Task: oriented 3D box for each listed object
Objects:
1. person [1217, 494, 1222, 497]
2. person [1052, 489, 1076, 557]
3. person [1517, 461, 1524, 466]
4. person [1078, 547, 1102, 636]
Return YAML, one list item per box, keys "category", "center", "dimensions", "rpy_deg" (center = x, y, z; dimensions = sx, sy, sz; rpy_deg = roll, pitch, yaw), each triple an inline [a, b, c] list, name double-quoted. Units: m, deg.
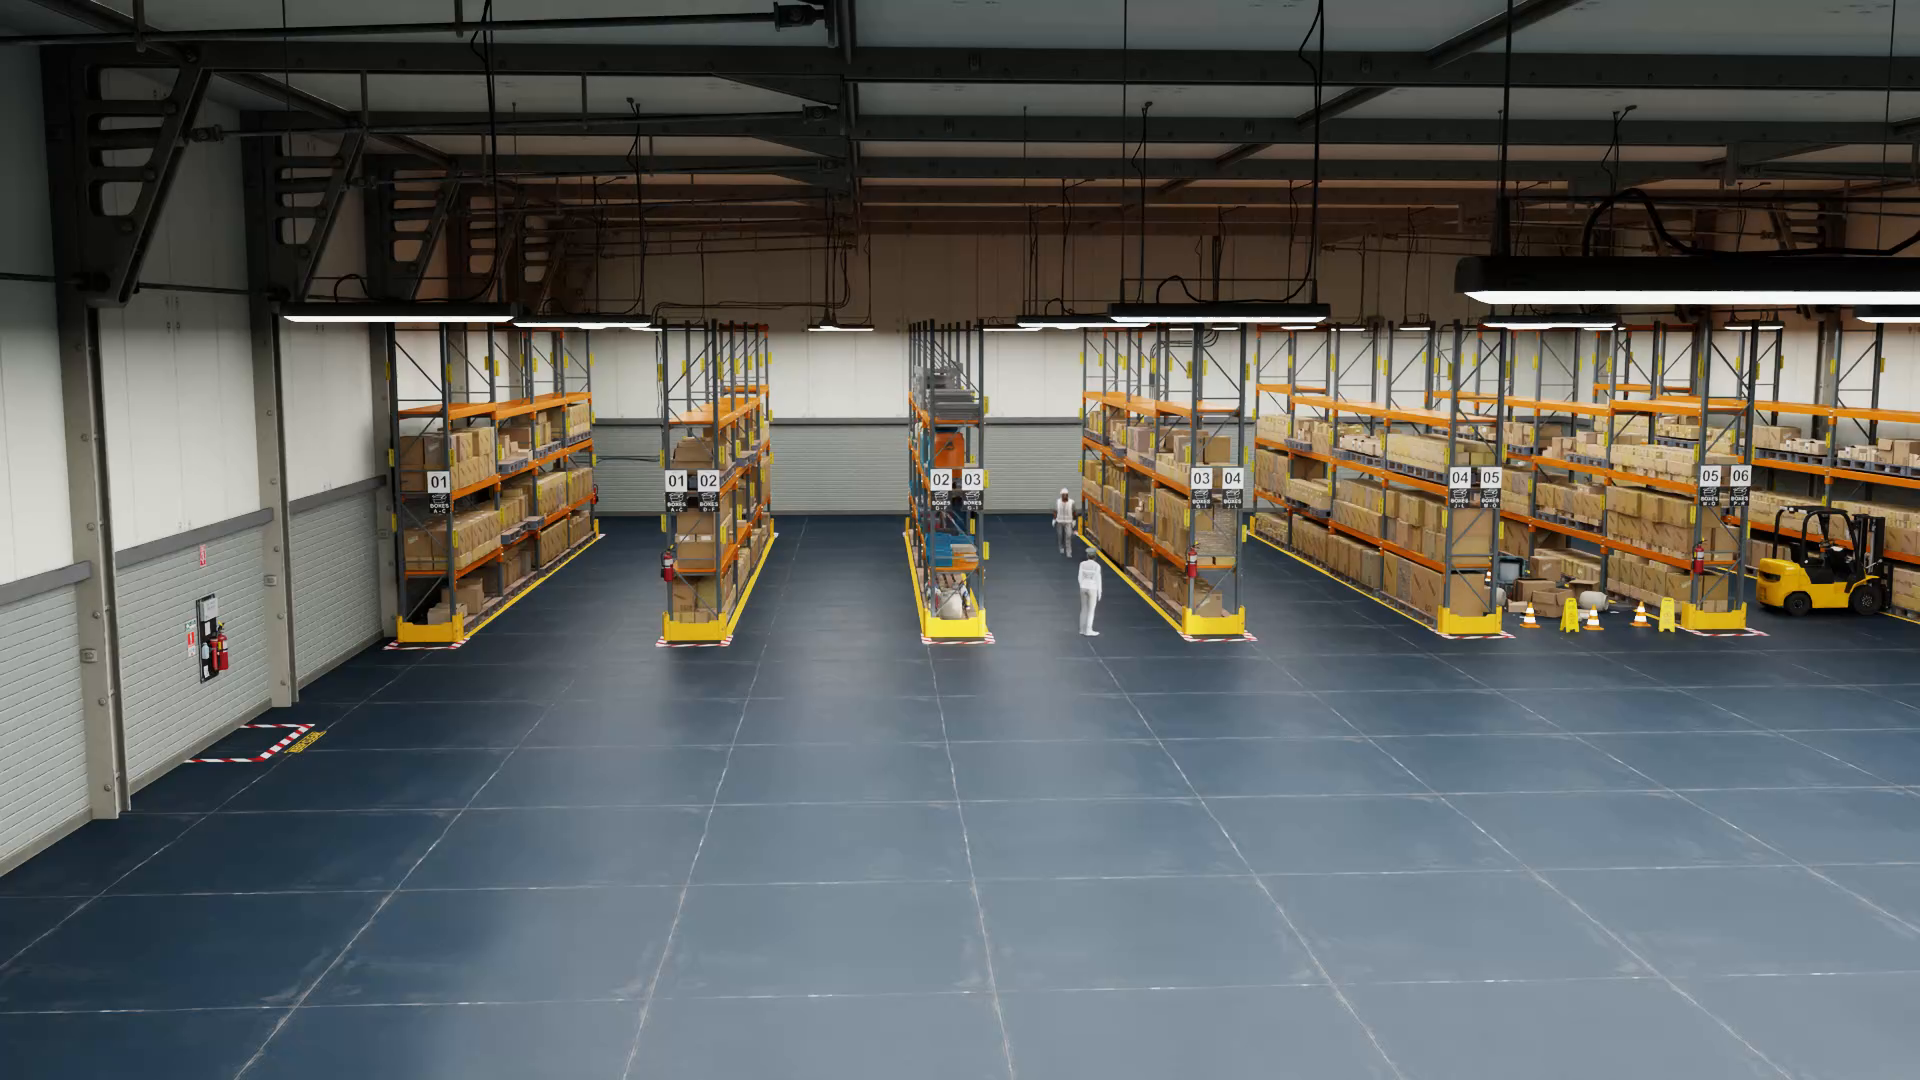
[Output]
- category: "person"
  center: [7.449, -1.061, 48.370]
  dimensions: [0.561, 1.634, 0.939]
  rpy_deg: [3, 8, 24]
- category: "person"
  center: [2.695, -0.459, 42.955]
  dimensions: [0.624, 1.743, 0.962]
  rpy_deg: [0, 7, 3]
- category: "person"
  center: [17.453, -1.577, 51.952]
  dimensions: [0.479, 1.785, 0.552]
  rpy_deg: [-2, 7, -15]
- category: "person"
  center: [2.478, 0.986, 31.668]
  dimensions: [0.504, 1.687, 0.336]
  rpy_deg: [5, 9, 37]
